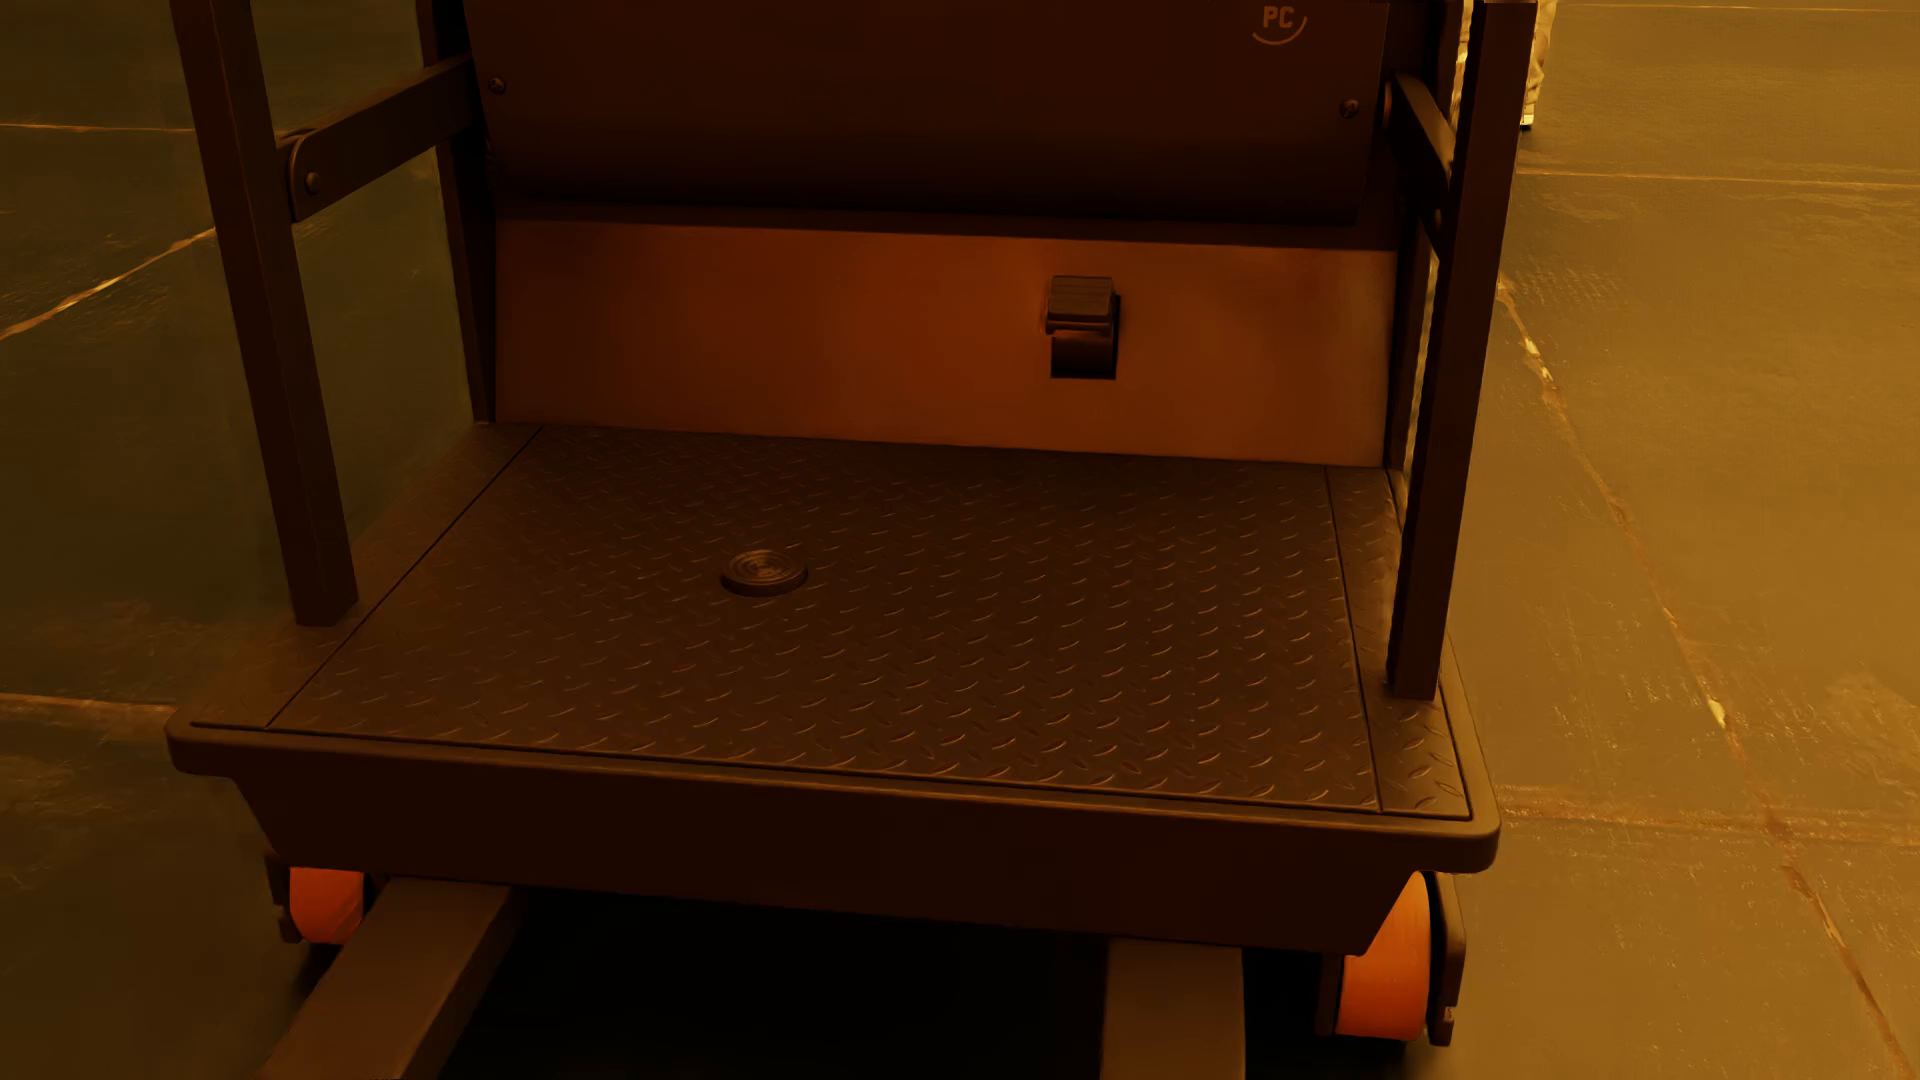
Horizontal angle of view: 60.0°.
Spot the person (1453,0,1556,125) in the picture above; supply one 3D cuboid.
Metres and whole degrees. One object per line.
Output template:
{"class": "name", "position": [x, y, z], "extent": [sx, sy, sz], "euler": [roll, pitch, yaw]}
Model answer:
{"class": "person", "position": [1.624, -1.998, 4.742], "extent": [0.550, 1.578, 0.408], "euler": [3, 27, 5]}

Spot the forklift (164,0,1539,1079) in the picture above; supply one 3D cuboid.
{"class": "forklift", "position": [-0.068, -1.010, 1.240], "extent": [1.130, 2.935, 3.031], "euler": [3, 27, 7]}
